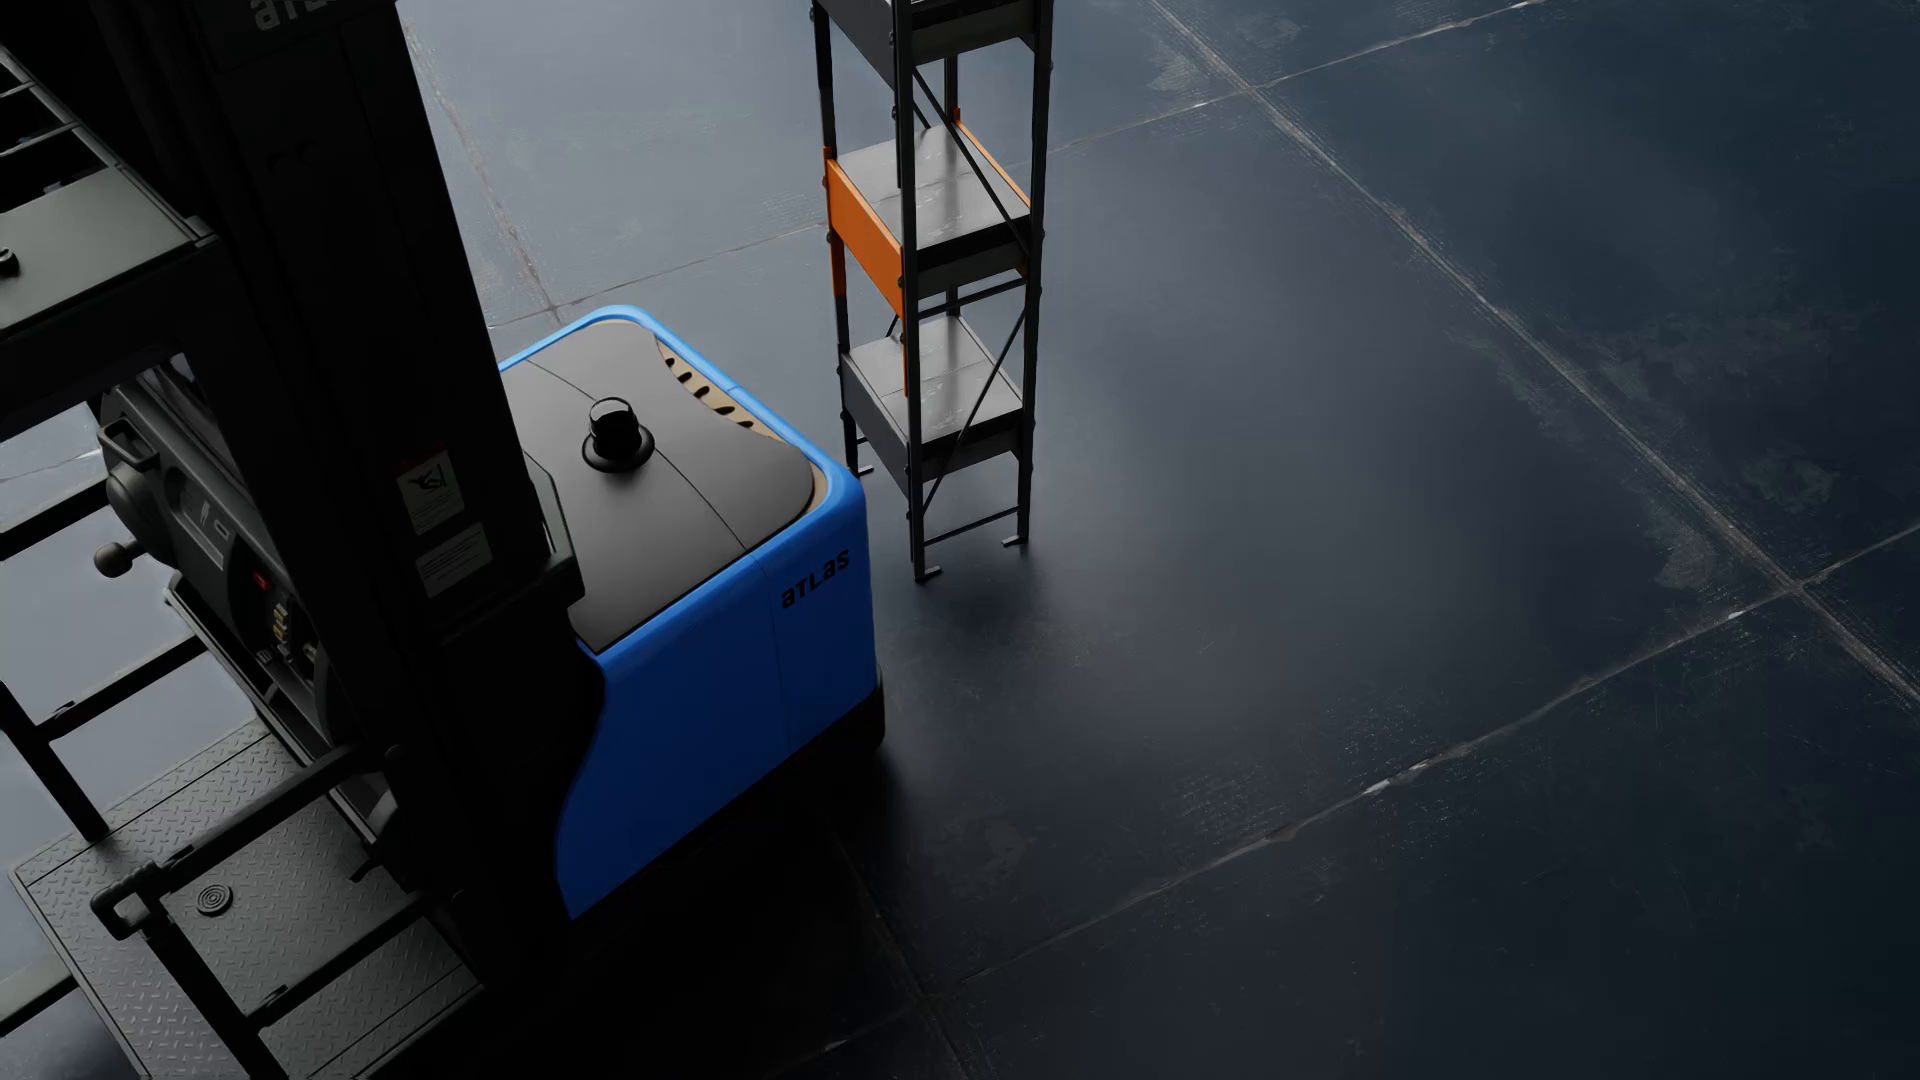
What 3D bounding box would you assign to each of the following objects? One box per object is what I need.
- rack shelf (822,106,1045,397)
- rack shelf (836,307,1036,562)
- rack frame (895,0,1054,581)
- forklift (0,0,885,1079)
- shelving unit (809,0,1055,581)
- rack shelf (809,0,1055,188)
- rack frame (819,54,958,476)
[{"bbox_3d":[-0.076,-0.793,4.567,0.431,0.518,0.480,-21,52,-18],"label":"rack shelf"},{"bbox_3d":[-0.076,-0.332,5.094,0.431,0.518,0.480,-21,52,-18],"label":"rack shelf"},{"bbox_3d":[0.036,-0.639,4.414,0.400,2.100,0.015,-21,52,-18],"label":"rack frame"},{"bbox_3d":[-1.621,0.124,3.195,3.031,2.935,1.130,-36,58,-27],"label":"forklift"},{"bbox_3d":[-0.076,-0.802,4.557,0.431,2.100,0.503,-21,52,-18],"label":"shelving unit"},{"bbox_3d":[-0.076,-1.254,4.040,0.431,0.518,0.480,-21,52,-18],"label":"rack shelf"},{"bbox_3d":[-0.187,-0.965,4.699,0.400,2.100,0.015,-21,52,-18],"label":"rack frame"}]
